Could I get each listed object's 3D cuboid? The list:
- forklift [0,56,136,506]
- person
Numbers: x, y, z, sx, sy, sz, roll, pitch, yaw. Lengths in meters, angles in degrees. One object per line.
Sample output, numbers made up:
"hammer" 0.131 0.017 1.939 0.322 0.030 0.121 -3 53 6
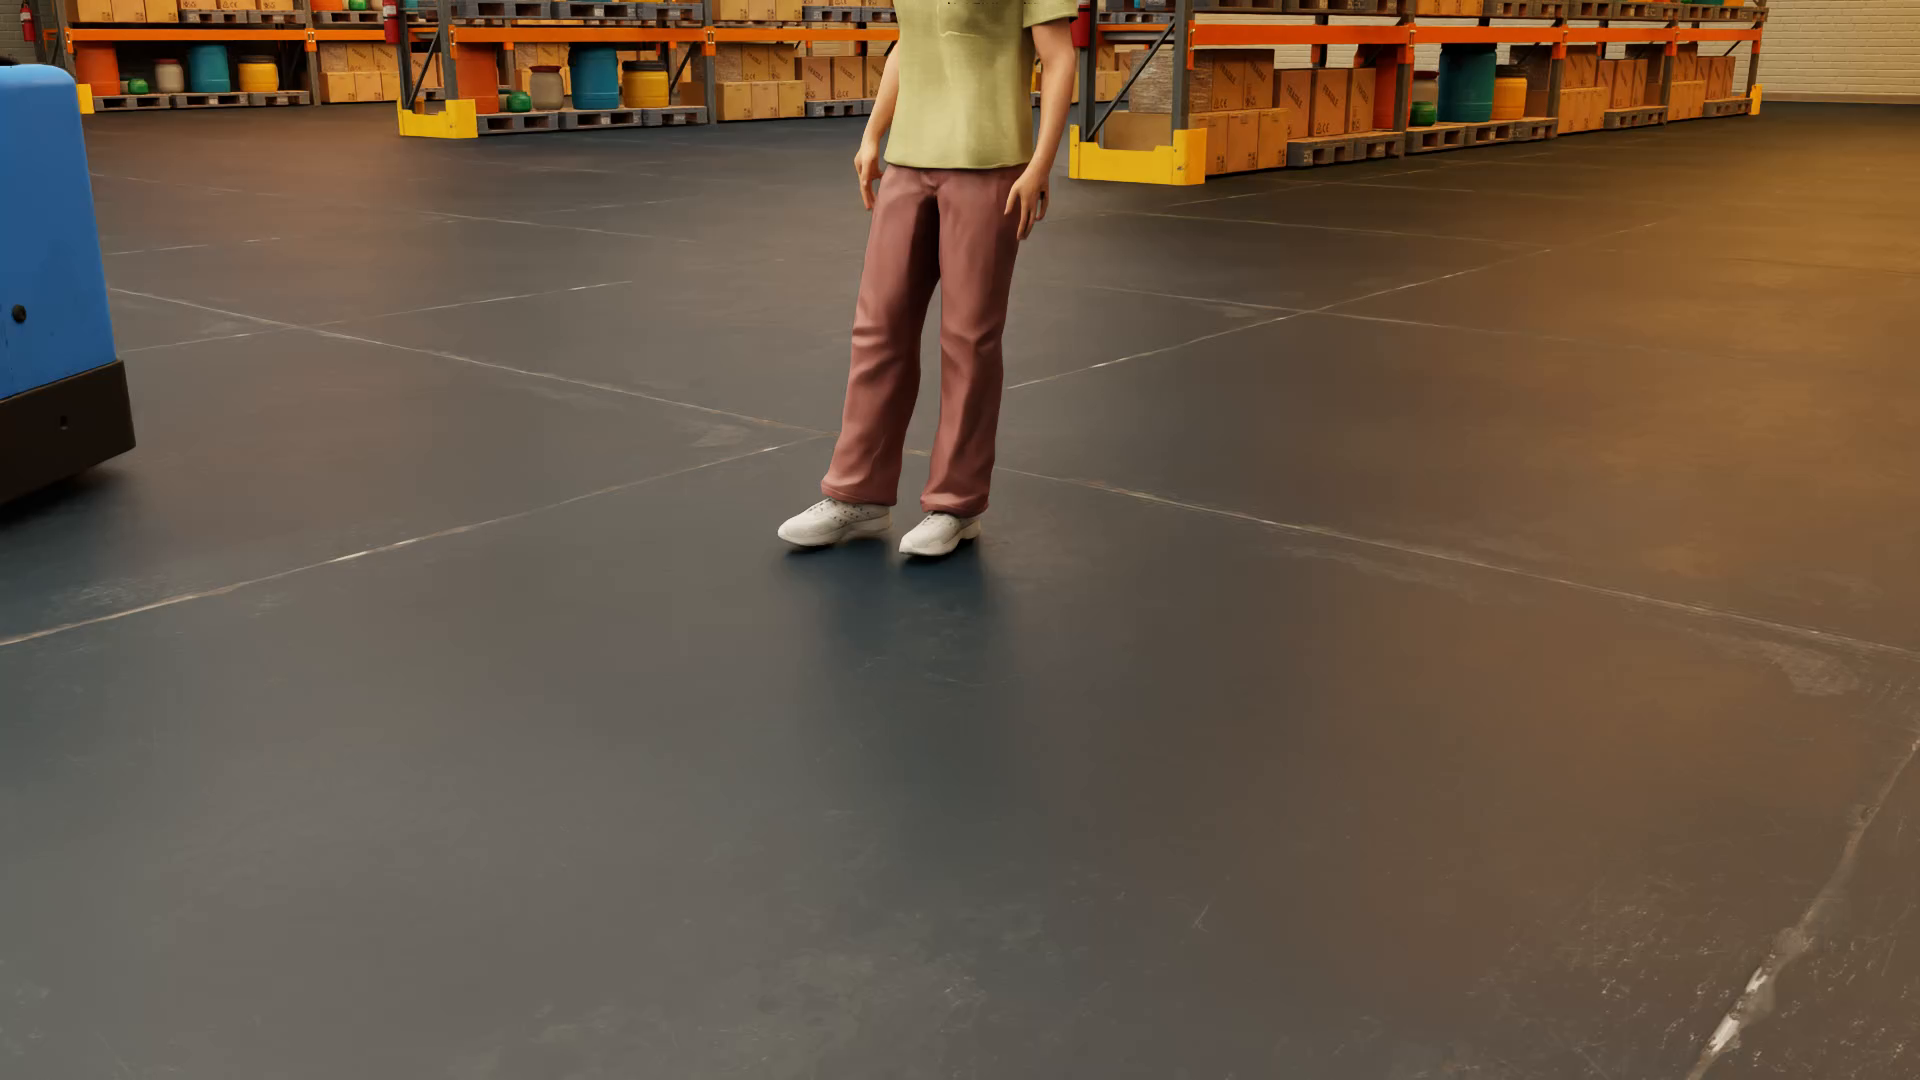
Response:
"forklift" -3.784 -1.490 3.804 3.031 2.935 1.130 1 17 4
"person" -0.055 -0.794 3.649 0.555 1.675 0.549 13 21 37
